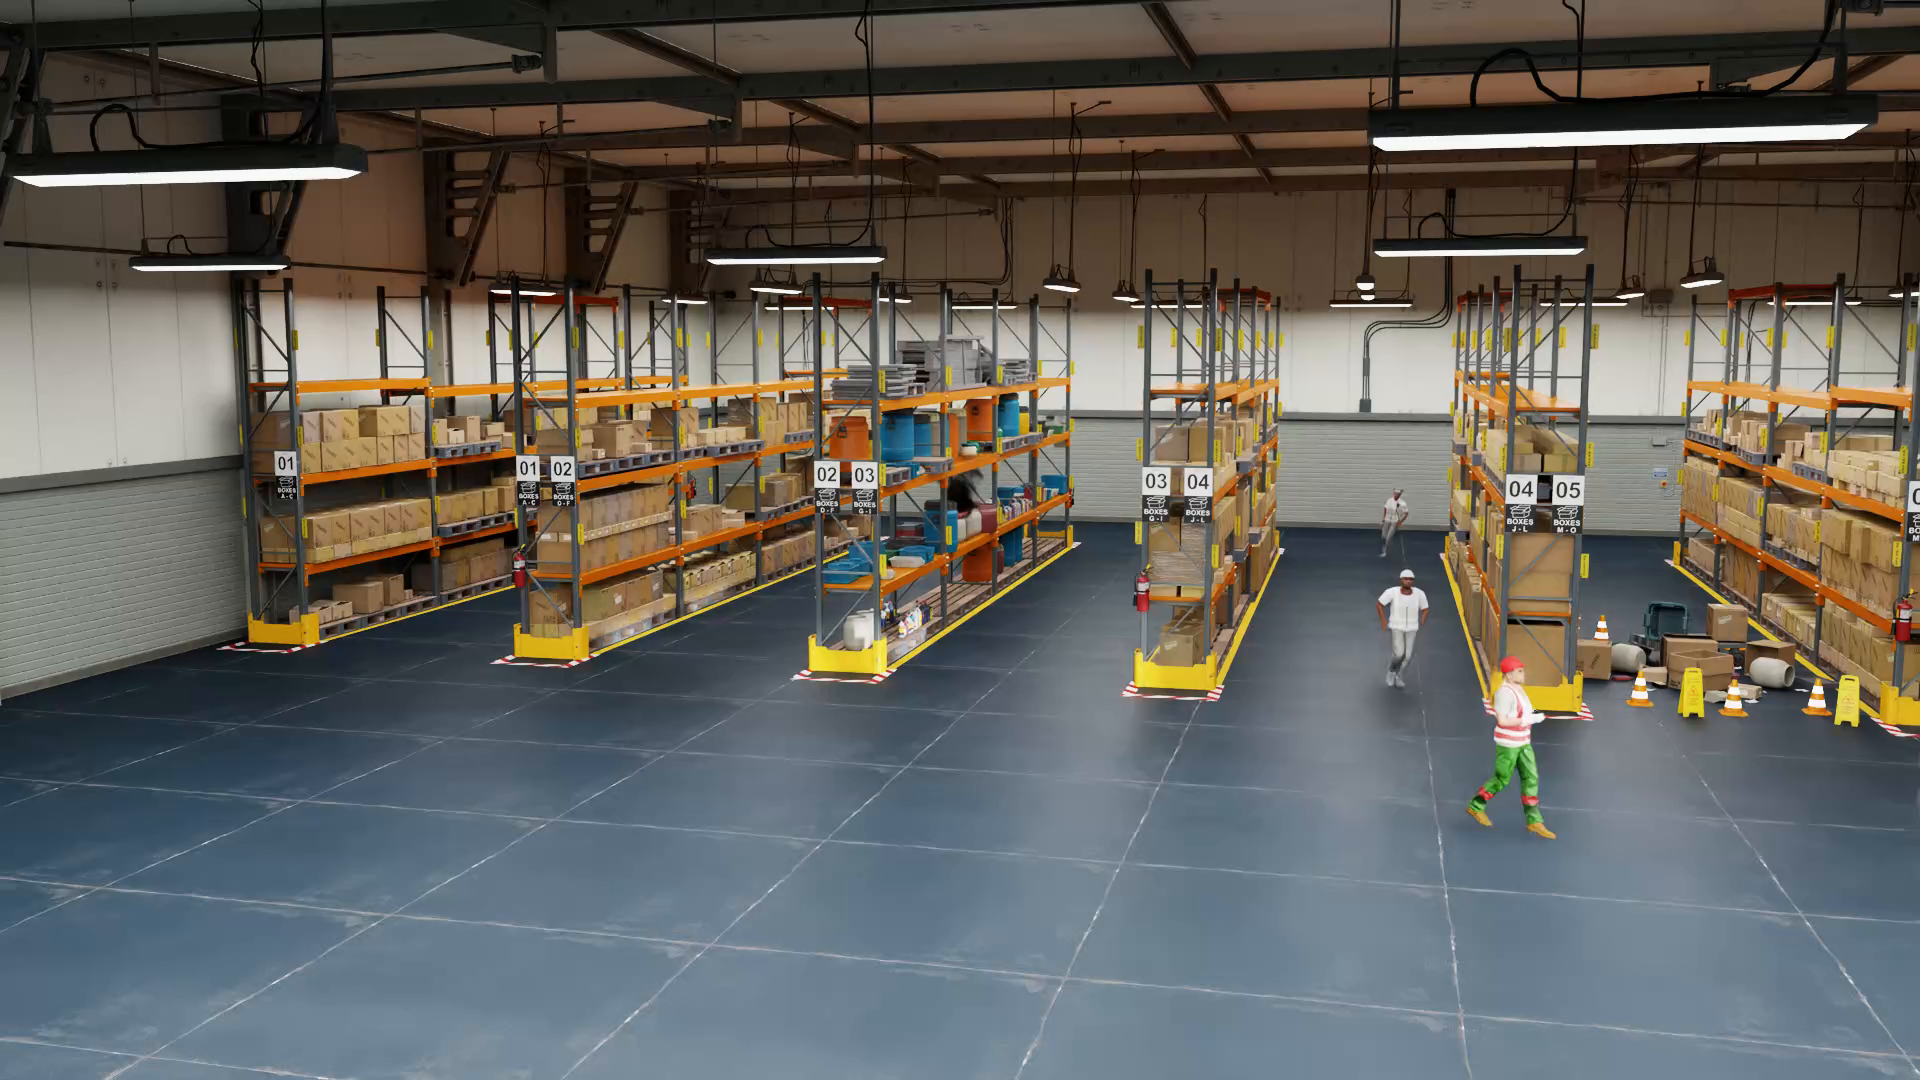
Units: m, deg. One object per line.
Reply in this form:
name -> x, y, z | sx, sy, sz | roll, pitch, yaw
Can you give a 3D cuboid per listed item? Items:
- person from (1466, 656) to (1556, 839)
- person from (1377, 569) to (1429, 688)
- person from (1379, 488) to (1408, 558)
person -> 5.598, 2.072, 16.797 | 0.872, 1.800, 0.645 | 6, 9, 42
person -> 6.389, 1.280, 23.871 | 0.703, 1.728, 0.609 | 0, 7, -1
person -> 10.051, -0.414, 38.473 | 0.667, 1.636, 0.558 | 5, 8, 34
